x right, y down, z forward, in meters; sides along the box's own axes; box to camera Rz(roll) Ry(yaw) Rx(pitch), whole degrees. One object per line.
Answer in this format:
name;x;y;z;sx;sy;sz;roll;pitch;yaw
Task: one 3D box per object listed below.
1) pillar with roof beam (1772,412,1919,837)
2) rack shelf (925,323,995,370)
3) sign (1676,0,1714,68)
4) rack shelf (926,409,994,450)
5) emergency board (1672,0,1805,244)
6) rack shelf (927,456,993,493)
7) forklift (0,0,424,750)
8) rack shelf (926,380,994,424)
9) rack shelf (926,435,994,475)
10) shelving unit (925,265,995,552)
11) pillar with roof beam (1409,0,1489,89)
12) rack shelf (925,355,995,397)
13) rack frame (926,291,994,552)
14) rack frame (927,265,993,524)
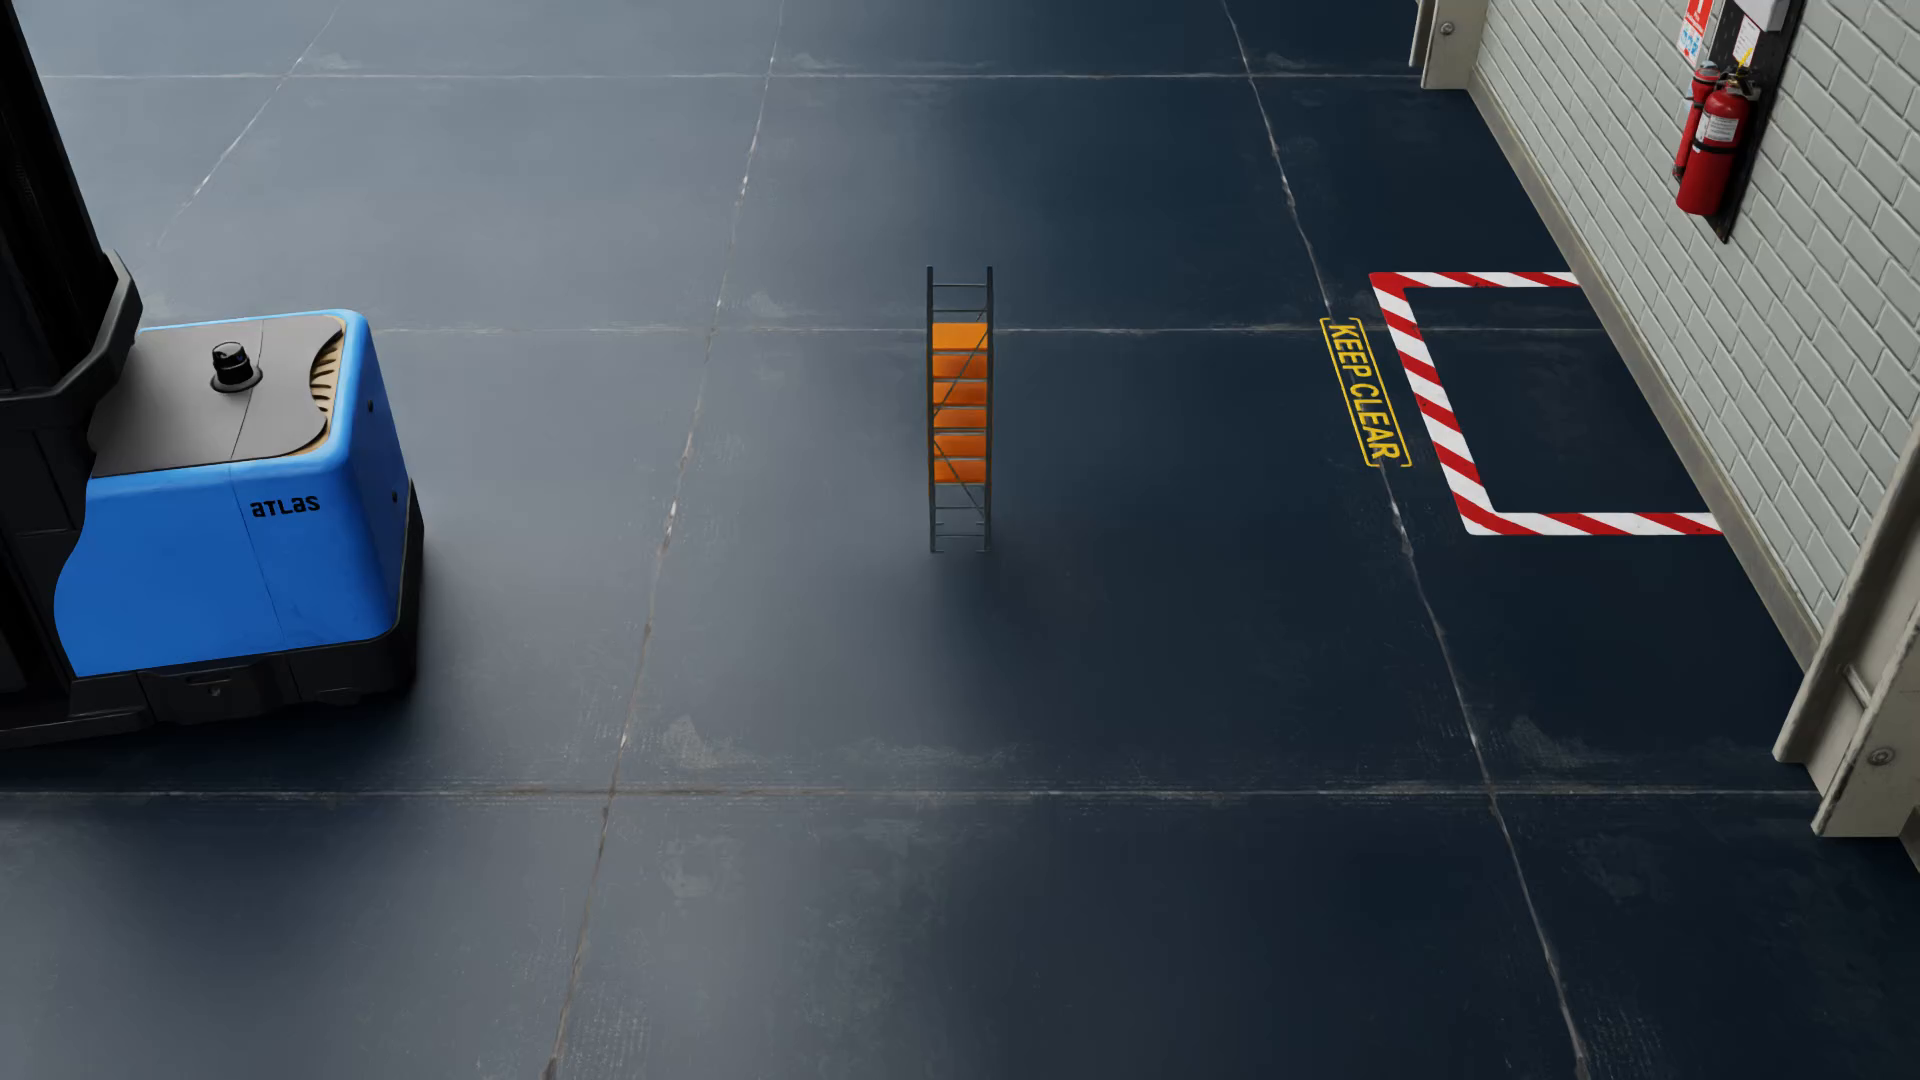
pillar with roof beam;-1.307;-2.648;2.858;9.100;9.000;0.400;0;39;0
rack shelf;0.000;-0.724;6.189;0.258;0.103;0.180;0;39;0
sign;3.136;-2.215;7.087;0.001;0.329;0.234;0;39;0
rack shelf;0.000;-0.443;6.414;0.258;0.103;0.180;0;39;0
emergency board;3.034;-1.855;6.667;0.194;1.169;0.643;0;39;0
rack shelf;0.000;-0.255;6.564;0.258;0.103;0.180;0;39;0
forklift;-3.557;-0.689;5.266;3.031;2.935;1.130;-7;39;-9
rack shelf;0.000;-0.536;6.339;0.258;0.103;0.180;0;39;0
rack shelf;0.000;-0.349;6.489;0.258;0.103;0.180;0;39;0
shelving unit;0.000;-0.477;6.386;0.258;1.200;0.189;0;39;0
pillar with roof beam;-1.314;-6.400;7.540;9.100;9.000;0.400;0;39;0
rack shelf;0.000;-0.630;6.264;0.258;0.103;0.180;0;39;0
rack frame;0.000;-0.420;6.315;0.240;1.200;0.006;0;39;0
rack frame;0.000;-0.534;6.457;0.240;1.200;0.006;0;39;0
